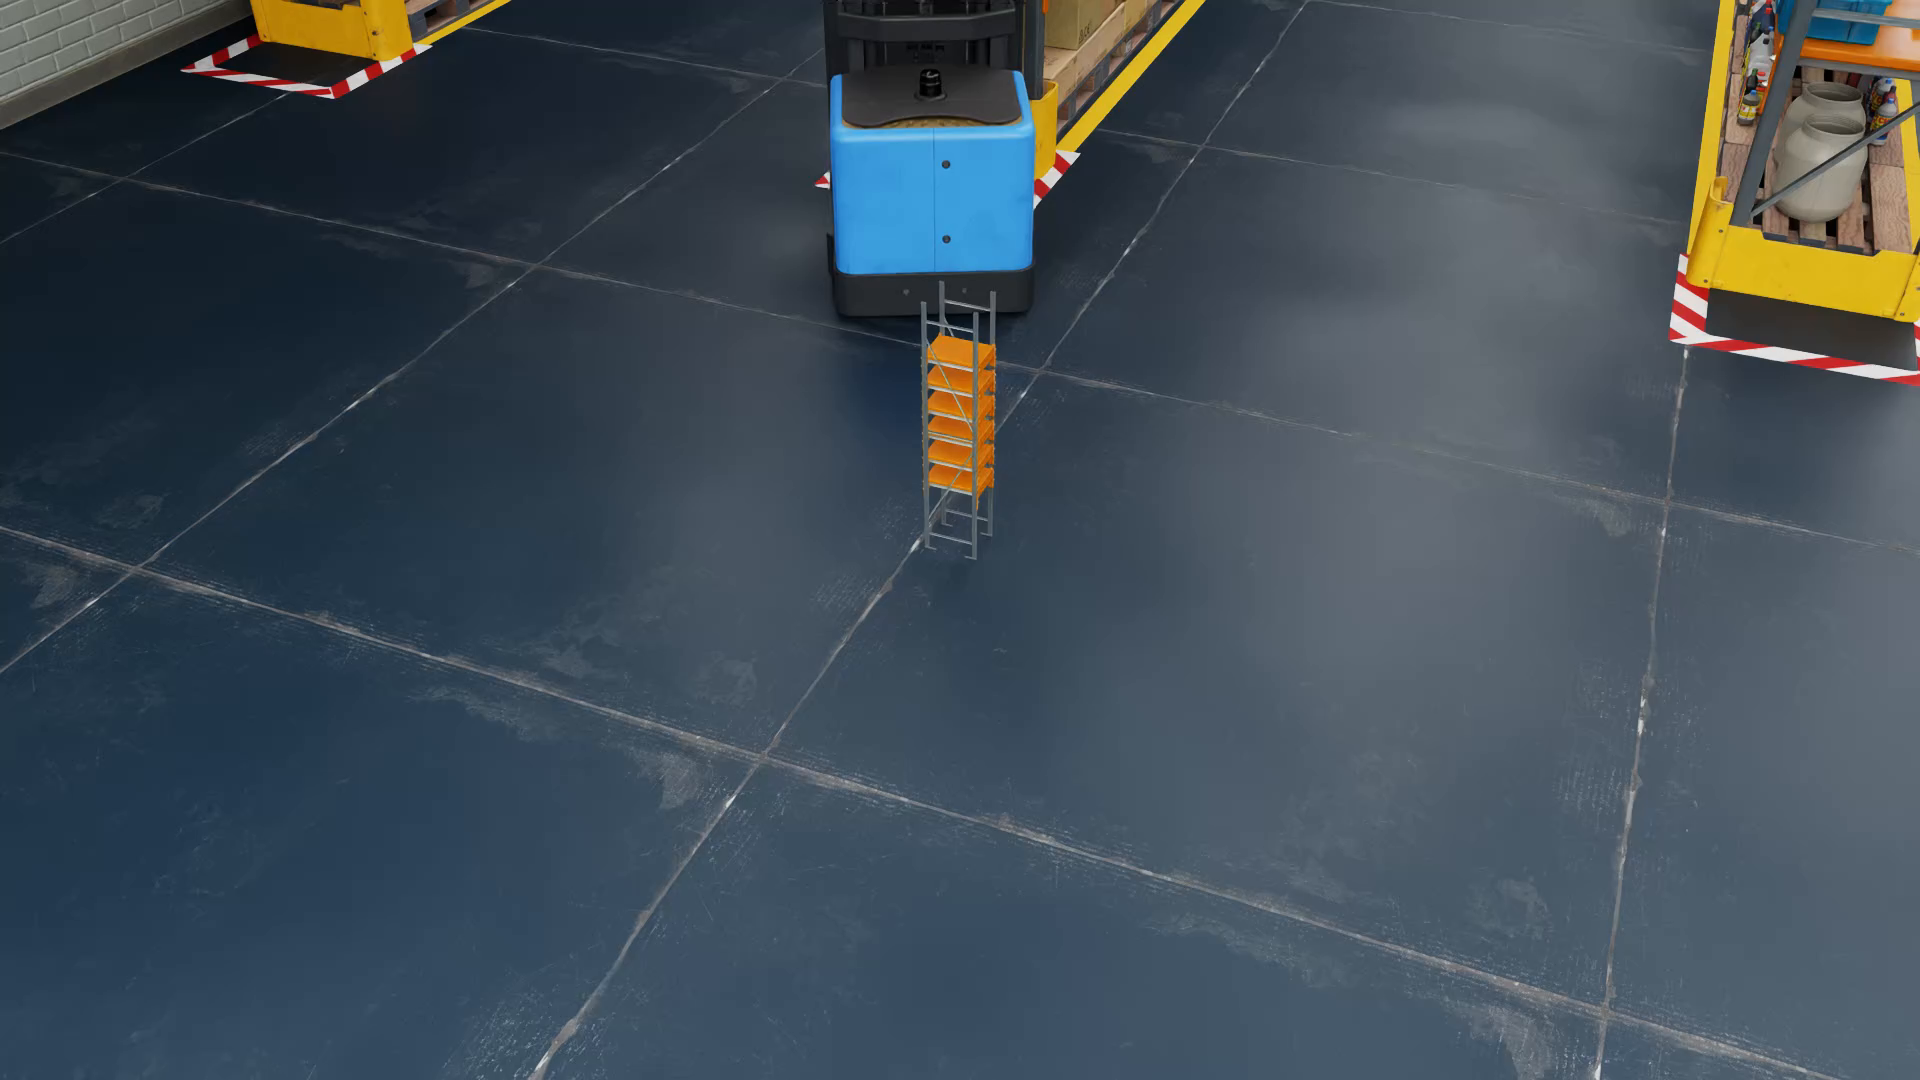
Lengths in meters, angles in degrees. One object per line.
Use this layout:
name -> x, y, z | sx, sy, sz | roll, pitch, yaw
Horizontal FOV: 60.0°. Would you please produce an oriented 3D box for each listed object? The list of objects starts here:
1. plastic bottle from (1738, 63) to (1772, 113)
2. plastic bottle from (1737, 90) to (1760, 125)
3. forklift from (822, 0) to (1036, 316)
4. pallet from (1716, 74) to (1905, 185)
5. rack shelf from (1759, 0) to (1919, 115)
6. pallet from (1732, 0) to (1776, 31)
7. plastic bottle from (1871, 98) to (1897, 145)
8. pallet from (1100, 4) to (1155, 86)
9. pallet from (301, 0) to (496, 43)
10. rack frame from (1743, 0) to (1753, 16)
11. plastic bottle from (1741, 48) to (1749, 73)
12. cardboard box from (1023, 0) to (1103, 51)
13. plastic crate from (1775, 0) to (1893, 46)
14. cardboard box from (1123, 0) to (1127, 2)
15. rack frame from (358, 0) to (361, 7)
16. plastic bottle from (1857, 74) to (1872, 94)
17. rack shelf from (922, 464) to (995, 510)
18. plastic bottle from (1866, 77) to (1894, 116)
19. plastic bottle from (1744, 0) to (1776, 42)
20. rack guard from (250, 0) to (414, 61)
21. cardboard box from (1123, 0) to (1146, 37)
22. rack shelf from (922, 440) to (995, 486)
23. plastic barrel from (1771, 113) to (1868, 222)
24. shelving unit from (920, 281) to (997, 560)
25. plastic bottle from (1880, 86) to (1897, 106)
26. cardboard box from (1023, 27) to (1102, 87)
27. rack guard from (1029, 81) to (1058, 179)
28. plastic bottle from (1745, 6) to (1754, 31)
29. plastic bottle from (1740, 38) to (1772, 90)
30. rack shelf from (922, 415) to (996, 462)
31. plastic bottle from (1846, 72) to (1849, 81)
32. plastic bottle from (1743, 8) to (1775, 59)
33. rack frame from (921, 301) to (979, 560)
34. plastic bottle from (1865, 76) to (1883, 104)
plastic bottle -> 5.015, -2.850, 10.464 | 0.152, 0.276, 0.135 | 14, 39, 18
plastic bottle -> 4.894, -2.686, 10.308 | 0.097, 0.201, 0.097 | 0, 37, 0
forklift -> -0.213, -3.204, 9.088 | 1.130, 2.935, 3.031 | -2, 37, -3
pallet -> 5.366, -2.572, 10.515 | 1.003, 0.211, 1.213 | 14, 39, 18
rack shelf -> 5.362, -3.334, 9.805 | 1.077, 0.370, 4.000 | 14, 39, 18
pallet -> 6.386, -4.056, 12.500 | 1.003, 0.211, 1.213 | 14, 39, 18
plastic bottle -> 5.579, -2.531, 10.042 | 0.097, 0.271, 0.097 | 0, 37, 0
pallet -> 0.739, -3.634, 11.935 | 1.003, 0.211, 1.213 | 14, 39, 18
pallet -> -4.190, -4.138, 12.610 | 1.003, 0.211, 1.213 | 14, 39, 18
rack frame -> 6.123, -4.729, 11.071 | 1.000, 3.000, 0.127 | 14, 39, 18
plastic bottle -> 5.231, -3.176, 10.964 | 0.097, 0.201, 0.097 | 0, 37, 0
cardboard box -> 0.620, -3.536, 10.794 | 0.500, 0.500, 0.500 | 14, 39, 18
plastic crate -> 4.514, -2.800, 8.615 | 0.499, 0.251, 0.616 | 14, 39, 18
cardboard box -> 1.004, -4.088, 11.534 | 0.500, 0.500, 0.500 | 14, 39, 18
rack frame -> -4.561, -4.771, 11.128 | 1.000, 3.000, 0.127 | 14, 39, 18
plastic bottle -> 5.883, -3.018, 10.690 | 0.152, 0.276, 0.135 | 15, 39, 19
rack shelf -> -0.006, -0.245, 7.050 | 0.258, 0.103, 0.180 | 14, 39, 18
plastic bottle -> 5.747, -2.776, 10.370 | 0.097, 0.271, 0.097 | 0, 37, 0
plastic bottle -> 5.498, -3.552, 11.405 | 0.152, 0.276, 0.135 | 15, 39, 19
rack guard -> -4.532, -3.812, 11.932 | 1.175, 0.500, 0.348 | 14, 39, 18
cardboard box -> 1.003, -3.788, 11.758 | 0.500, 0.250, 0.500 | 14, 39, 18
rack shelf -> -0.006, -0.341, 6.979 | 0.258, 0.103, 0.180 | 14, 39, 18
plastic barrel -> 4.781, -2.068, 9.238 | 0.421, 0.512, 0.421 | 0, 37, 0
shelving unit -> -0.006, -0.473, 6.880 | 0.258, 1.200, 0.189 | 14, 39, 18
plastic bottle -> 5.682, -2.657, 10.200 | 0.061, 0.283, 0.133 | 14, 39, 18
cardboard box -> 0.618, -3.236, 11.019 | 0.500, 0.250, 0.500 | 14, 39, 18
rack guard -> 0.012, -2.630, 10.351 | 1.175, 0.500, 0.348 | 14, 39, 18
plastic bottle -> 5.557, -3.652, 11.600 | 0.097, 0.201, 0.097 | 0, 37, 0
plastic bottle -> 5.128, -3.049, 10.669 | 0.144, 0.351, 0.185 | 15, 39, 20
rack shelf -> -0.006, -0.437, 6.907 | 0.258, 0.103, 0.180 | 14, 39, 18
plastic bottle -> 5.844, -3.119, 10.819 | 0.061, 0.283, 0.133 | 14, 39, 18
plastic bottle -> 5.360, -3.387, 11.121 | 0.144, 0.351, 0.185 | 12, 38, 16
rack frame -> -0.040, -0.422, 6.812 | 0.240, 1.200, 0.006 | 14, 39, 18
plastic bottle -> 5.824, -2.888, 10.520 | 0.097, 0.271, 0.097 | 0, 37, 0
